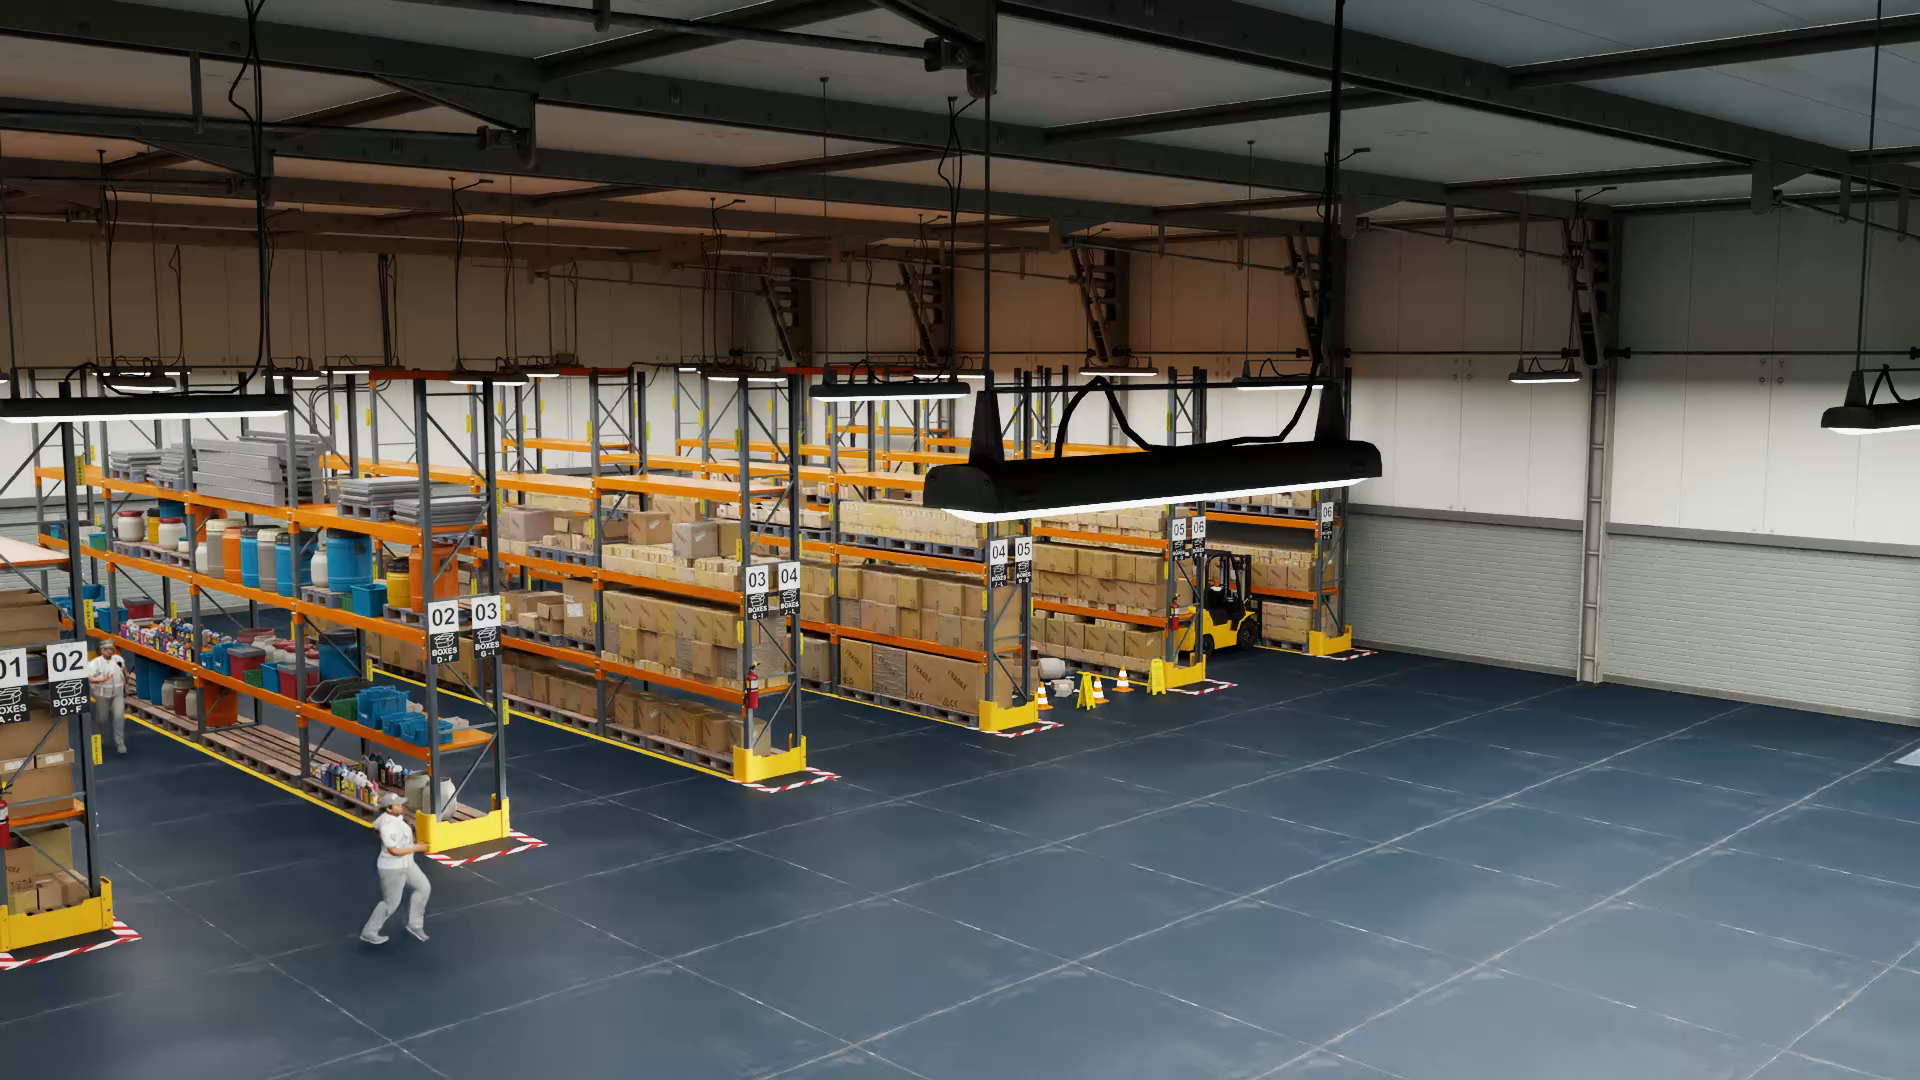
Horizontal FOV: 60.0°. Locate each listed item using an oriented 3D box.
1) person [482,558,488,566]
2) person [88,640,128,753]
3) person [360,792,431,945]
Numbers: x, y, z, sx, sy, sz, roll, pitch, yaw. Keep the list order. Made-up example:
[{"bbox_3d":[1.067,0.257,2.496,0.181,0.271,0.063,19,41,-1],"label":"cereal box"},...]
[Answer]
[{"bbox_3d":[-11.558,1.010,40.319,0.674,1.559,0.556,5,8,35],"label":"person"},{"bbox_3d":[-13.538,2.447,26.428,0.682,1.774,0.950,-6,9,-44],"label":"person"},{"bbox_3d":[-6.054,3.529,17.807,0.733,1.703,0.608,-1,7,-9],"label":"person"}]
